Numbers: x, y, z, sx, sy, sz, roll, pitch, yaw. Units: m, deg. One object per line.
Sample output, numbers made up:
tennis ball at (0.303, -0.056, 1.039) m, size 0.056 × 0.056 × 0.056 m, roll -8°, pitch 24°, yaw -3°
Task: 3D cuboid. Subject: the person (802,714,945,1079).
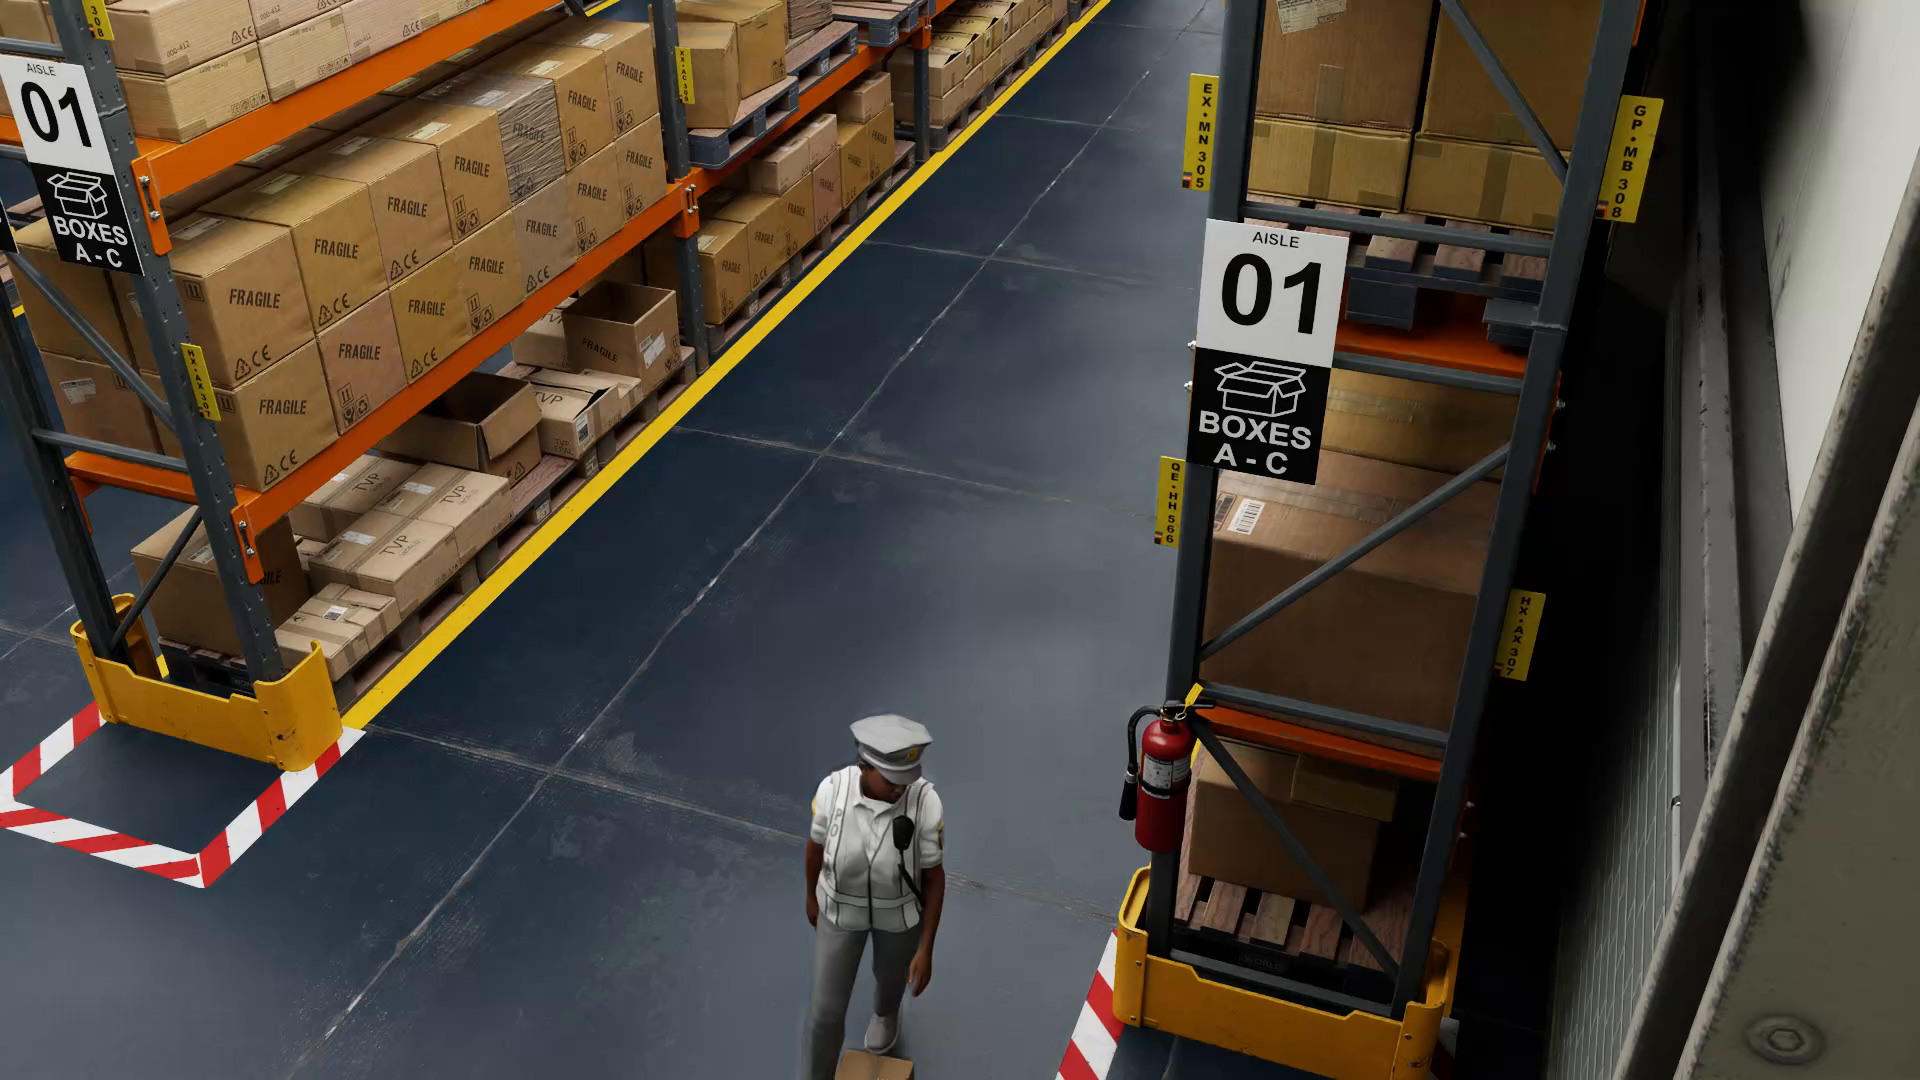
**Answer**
person at (-0.322, 1.300, 5.601) m, size 0.547 × 1.650 × 0.794 m, roll 1°, pitch 33°, yaw 1°
